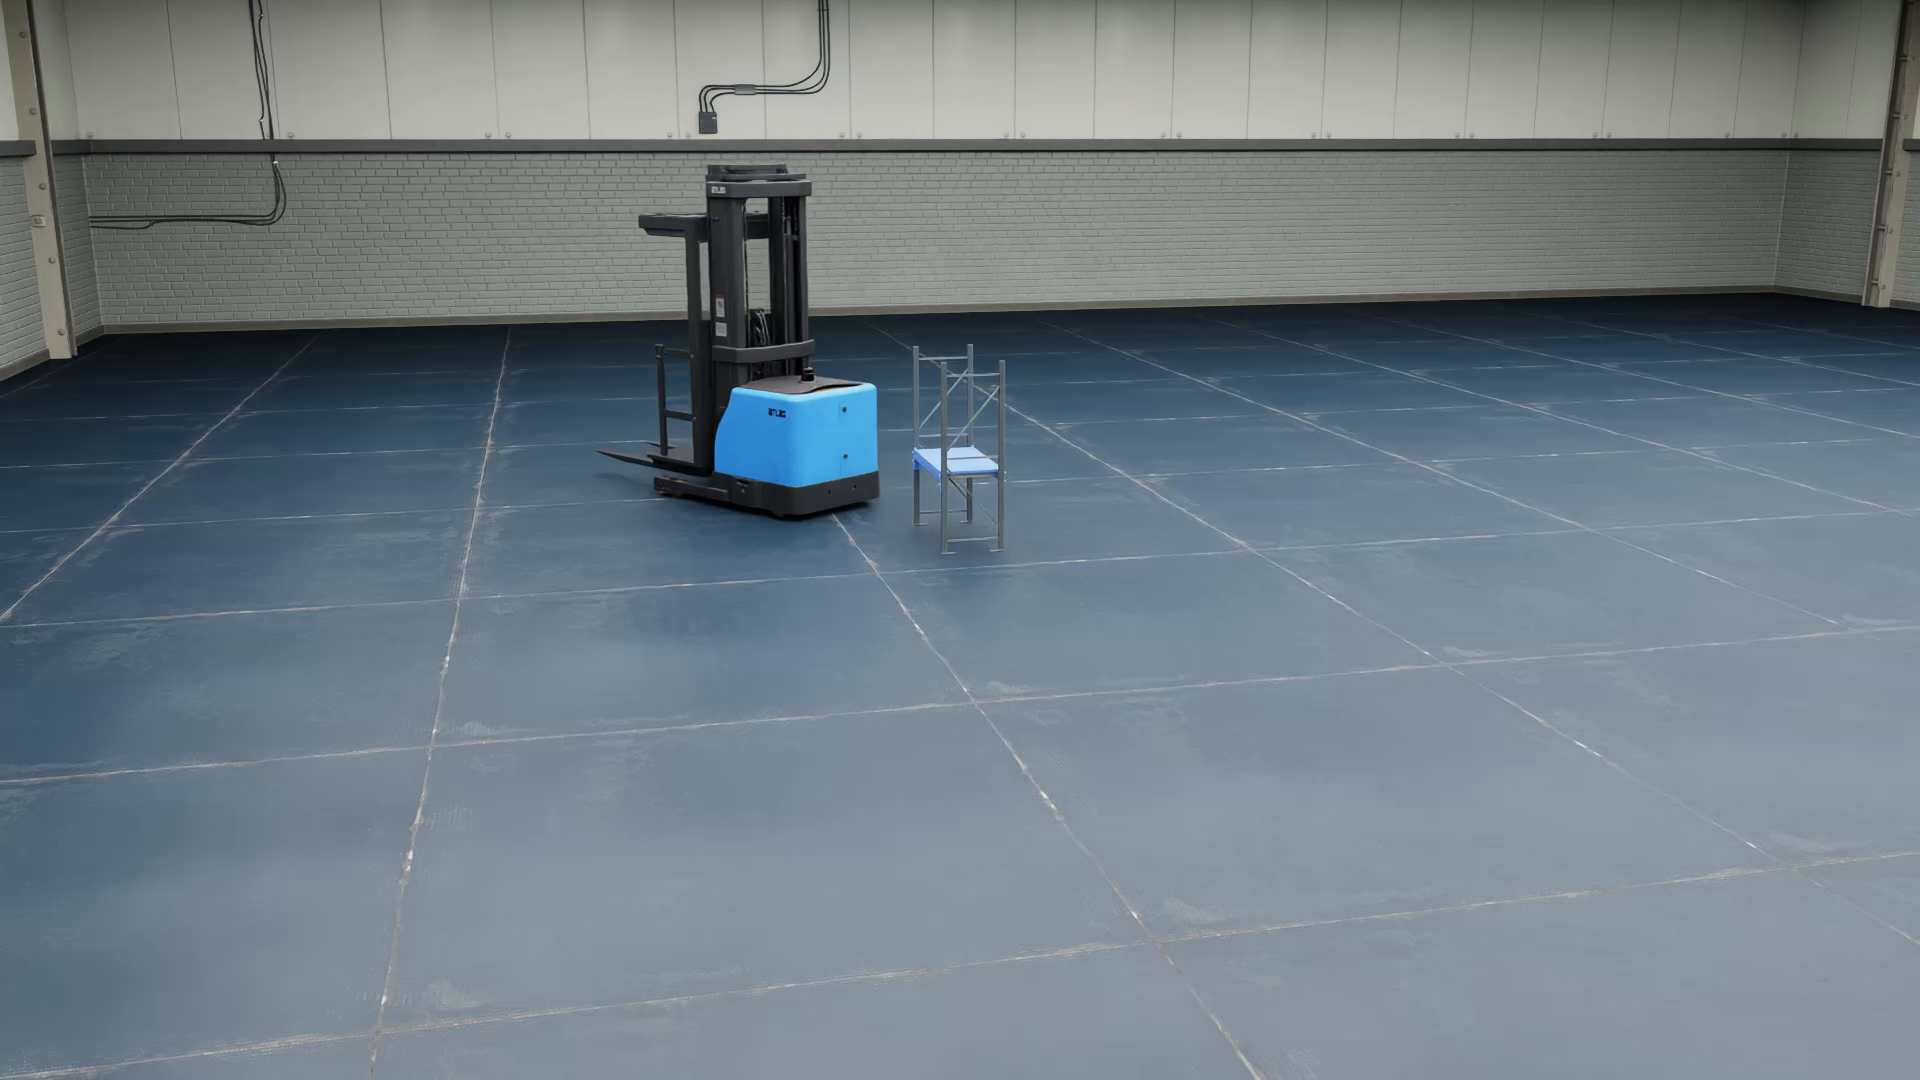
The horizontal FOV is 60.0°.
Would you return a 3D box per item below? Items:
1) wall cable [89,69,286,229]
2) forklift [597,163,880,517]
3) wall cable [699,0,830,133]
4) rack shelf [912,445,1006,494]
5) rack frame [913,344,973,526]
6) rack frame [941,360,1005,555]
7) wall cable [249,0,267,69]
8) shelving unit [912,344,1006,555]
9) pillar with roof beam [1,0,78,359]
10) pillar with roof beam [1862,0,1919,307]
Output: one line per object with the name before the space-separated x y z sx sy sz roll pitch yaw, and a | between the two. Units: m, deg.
wall cable | -12.600 -6.309 26.834 3.097 2.526 0.112 -3 14 -13
forklift | -2.147 -1.886 14.969 3.031 2.935 1.130 12 18 40
wall cable | -3.368 -9.995 28.213 2.305 6.003 0.169 -3 14 -13
rack shelf | -0.020 -0.574 13.372 0.538 0.185 1.000 -3 14 -13
rack frame | -0.139 -0.866 13.810 0.500 1.500 0.032 -3 14 -13
rack frame | 0.099 -0.631 12.850 0.500 1.500 0.032 -3 14 -13
wall cable | -9.970 -8.914 26.852 3.097 2.526 0.112 -3 14 -13
shelving unit | -0.020 -0.748 13.330 0.538 1.500 1.048 -3 14 -13
pillar with roof beam | -9.009 -7.304 24.364 9.100 9.000 0.400 -3 14 -13
pillar with roof beam | 13.241 -8.580 29.587 9.100 9.000 0.400 -3 14 -13
